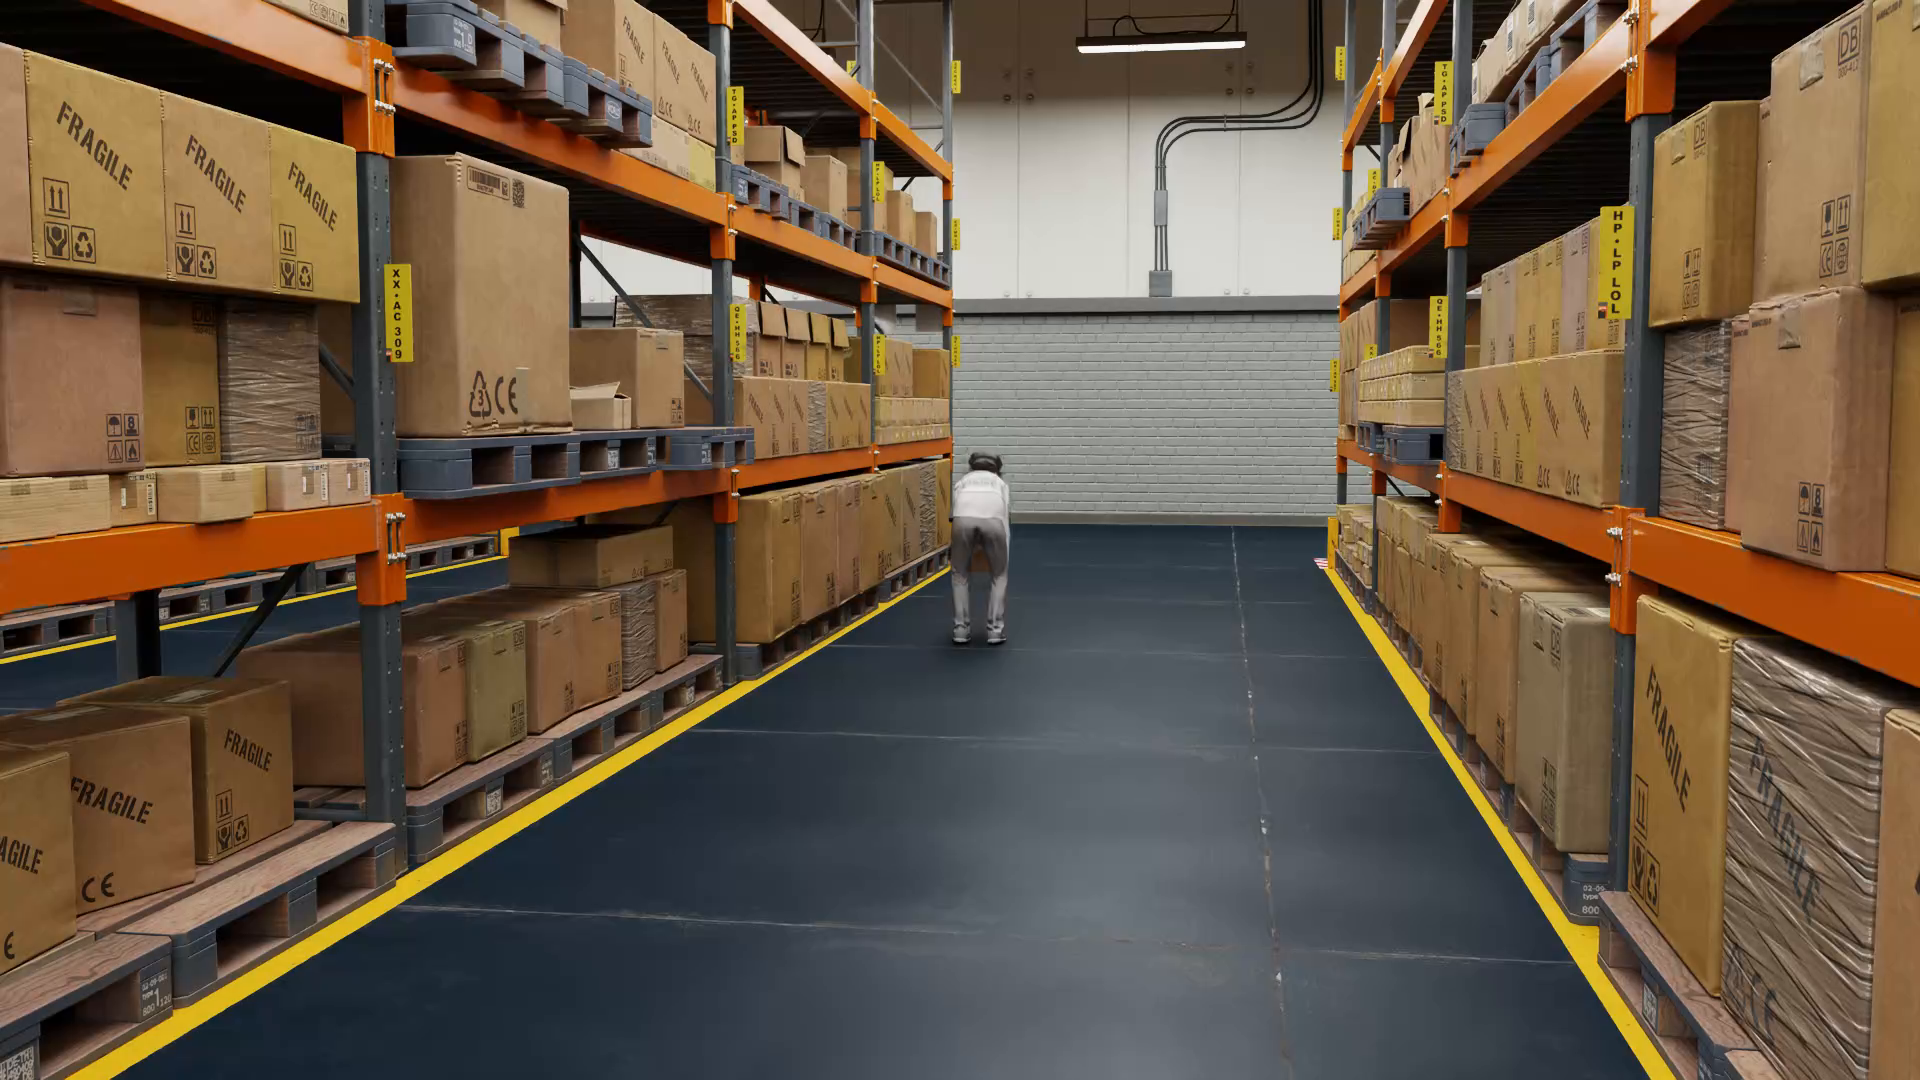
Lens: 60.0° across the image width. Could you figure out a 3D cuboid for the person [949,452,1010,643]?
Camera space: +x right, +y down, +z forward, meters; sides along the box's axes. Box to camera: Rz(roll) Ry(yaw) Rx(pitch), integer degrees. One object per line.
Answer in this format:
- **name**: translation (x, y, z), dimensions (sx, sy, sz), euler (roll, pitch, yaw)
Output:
- **person**: translation (0.148, 0.042, 11.649), dimensions (0.410, 1.307, 0.887), euler (0, 5, 6)
